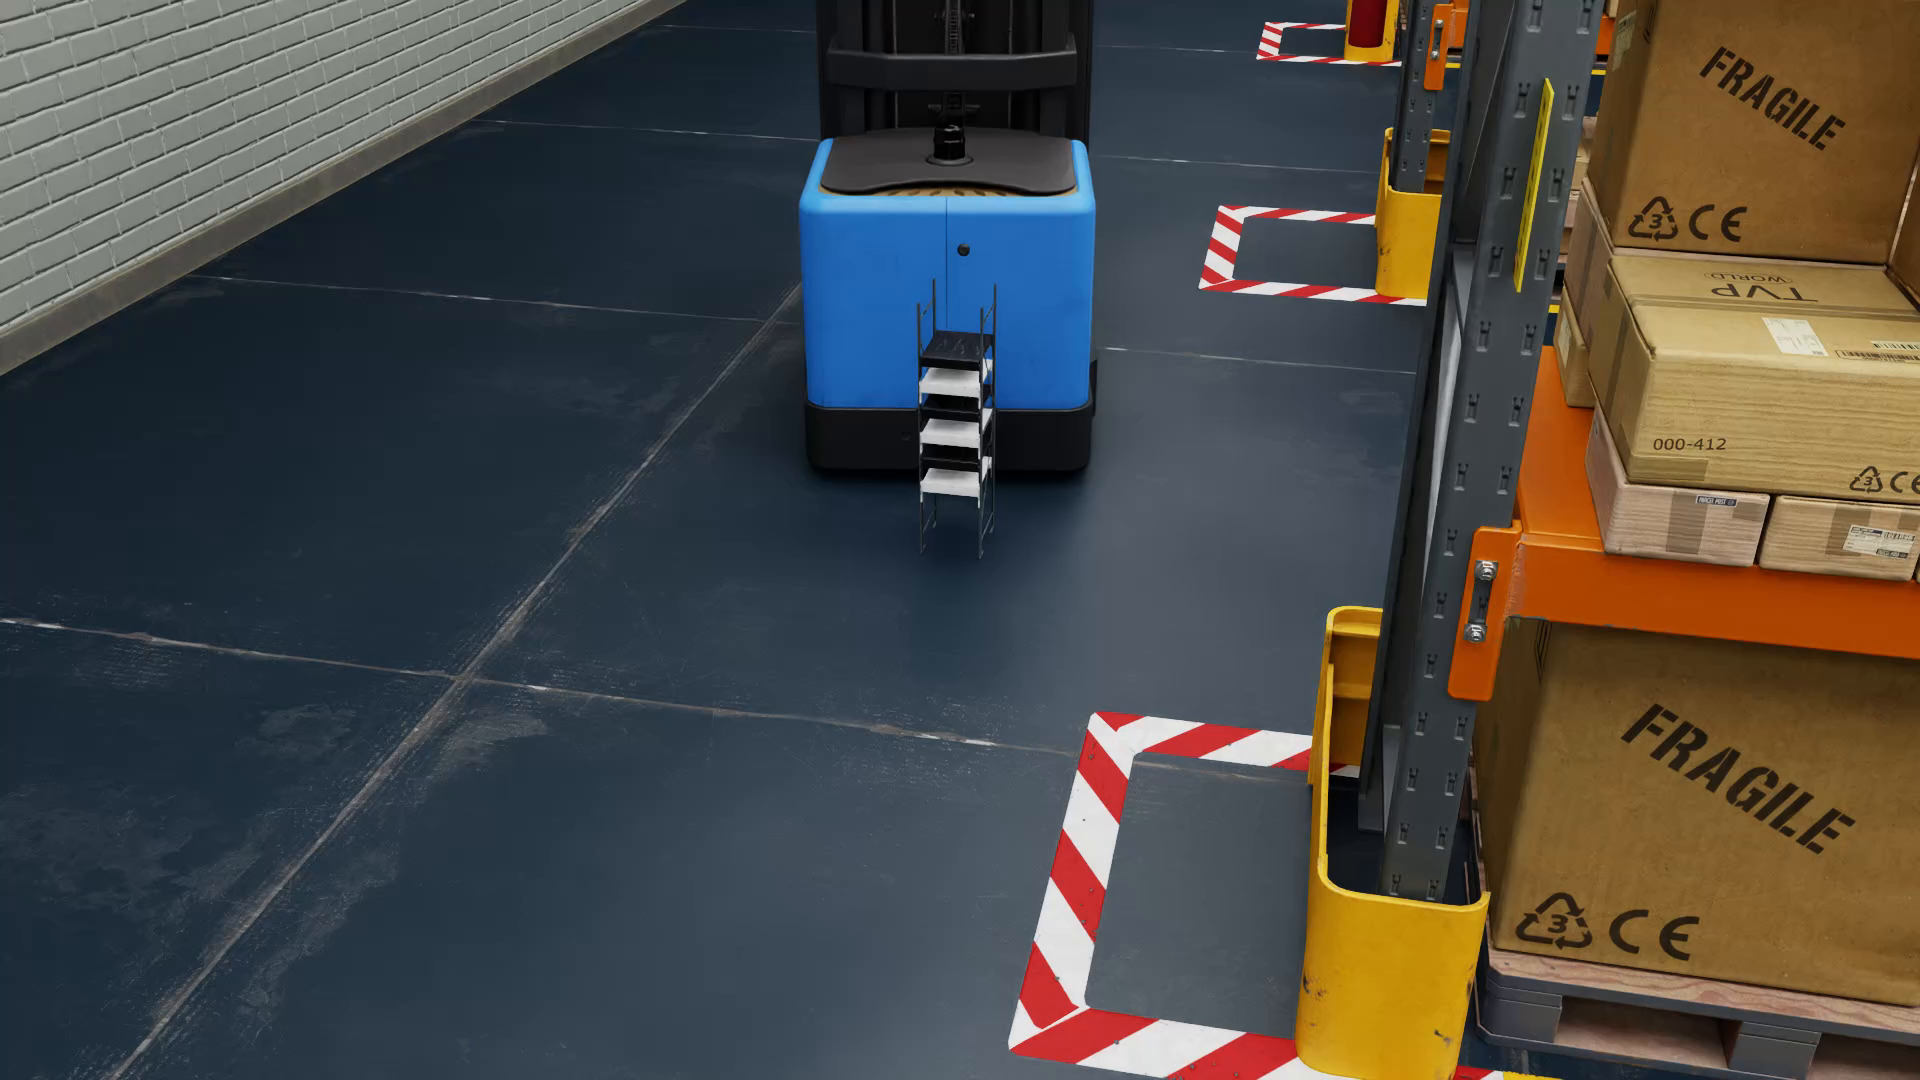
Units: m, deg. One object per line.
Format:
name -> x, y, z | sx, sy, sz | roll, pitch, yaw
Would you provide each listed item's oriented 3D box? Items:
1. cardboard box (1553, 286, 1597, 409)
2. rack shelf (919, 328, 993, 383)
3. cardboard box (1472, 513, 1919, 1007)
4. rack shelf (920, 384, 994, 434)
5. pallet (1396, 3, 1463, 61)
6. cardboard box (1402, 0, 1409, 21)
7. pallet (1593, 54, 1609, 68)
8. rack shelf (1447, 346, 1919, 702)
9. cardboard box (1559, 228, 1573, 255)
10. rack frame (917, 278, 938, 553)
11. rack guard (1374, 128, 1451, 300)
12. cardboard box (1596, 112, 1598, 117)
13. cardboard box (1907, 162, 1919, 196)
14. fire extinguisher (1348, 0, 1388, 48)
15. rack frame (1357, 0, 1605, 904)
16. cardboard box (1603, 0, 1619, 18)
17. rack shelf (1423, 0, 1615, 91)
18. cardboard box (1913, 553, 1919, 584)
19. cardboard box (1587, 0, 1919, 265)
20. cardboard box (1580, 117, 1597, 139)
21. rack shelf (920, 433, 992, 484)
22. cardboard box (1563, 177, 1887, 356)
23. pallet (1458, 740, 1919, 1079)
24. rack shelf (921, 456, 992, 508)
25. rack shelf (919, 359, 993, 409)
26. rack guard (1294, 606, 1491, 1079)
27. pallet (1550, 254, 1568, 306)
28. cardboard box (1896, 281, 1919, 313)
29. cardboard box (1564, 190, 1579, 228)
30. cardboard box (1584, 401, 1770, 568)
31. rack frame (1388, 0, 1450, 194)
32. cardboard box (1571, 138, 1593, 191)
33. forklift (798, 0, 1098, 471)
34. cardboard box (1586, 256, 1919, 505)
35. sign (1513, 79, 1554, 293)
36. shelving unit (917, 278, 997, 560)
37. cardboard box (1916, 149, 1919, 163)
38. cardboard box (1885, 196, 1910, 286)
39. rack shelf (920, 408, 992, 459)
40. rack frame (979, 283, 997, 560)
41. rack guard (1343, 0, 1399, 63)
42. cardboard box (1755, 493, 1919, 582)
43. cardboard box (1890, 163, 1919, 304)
cardboard box -> 1.462, -0.423, 3.661 | 0.250, 0.149, 0.380 | 6, 29, 12
rack shelf -> -0.008, -0.603, 5.422 | 0.200, 0.077, 0.258 | 6, 29, 11
cardboard box -> 1.687, 0.360, 3.744 | 0.875, 0.875, 0.875 | 6, 29, 11
rack shelf -> -0.008, -0.445, 5.508 | 0.200, 0.077, 0.258 | 6, 29, 11
pallet -> 3.913, -3.802, 12.475 | 1.213, 0.211, 1.003 | 6, 29, 11
cardboard box -> 3.781, -4.110, 12.364 | 0.875, 0.438, 0.875 | 5, 29, 9
pallet -> 5.102, -3.679, 12.249 | 1.213, 0.211, 1.003 | 6, 29, 11
rack shelf -> 3.001, 0.102, 3.190 | 4.000, 0.370, 1.077 | 6, 29, 11
cardboard box -> 2.898, -1.477, 7.855 | 0.250, 0.149, 0.380 | 6, 29, 10
rack frame -> -0.107, -0.406, 5.554 | 0.006, 0.900, 0.240 | 6, 29, 11
rack guard -> 2.254, -1.630, 8.206 | 0.348, 0.500, 1.175 | 6, 29, 11
cardboard box -> 3.264, -1.976, 8.147 | 0.250, 0.149, 0.380 | 5, 29, 9
cardboard box -> 4.178, -1.613, 7.485 | 0.250, 0.149, 0.380 | 6, 29, 11
fire extinguisher -> 2.029, -2.778, 8.170 | 0.183, 0.674, 0.296 | 6, 29, 11
rack frame -> 1.045, -0.415, 3.384 | 0.127, 3.000, 1.000 | 6, 29, 11
cardboard box -> 2.937, -2.379, 7.233 | 0.250, 0.149, 0.380 | 5, 29, 9
rack shelf -> 4.135, -2.218, 7.426 | 4.000, 0.370, 1.077 | 6, 29, 11
cardboard box -> 1.825, -0.063, 3.003 | 0.250, 0.149, 0.380 | 5, 29, 9
cardboard box -> 1.576, -0.883, 3.304 | 0.500, 0.500, 0.500 | 6, 29, 11
cardboard box -> 2.984, -1.942, 8.086 | 0.250, 0.149, 0.380 | 6, 29, 12
rack shelf -> -0.008, -0.287, 5.595 | 0.200, 0.077, 0.258 | 6, 29, 11
cardboard box -> 1.574, -0.555, 3.487 | 0.500, 0.250, 0.500 | 5, 29, 10
pallet -> 1.843, 0.852, 3.974 | 1.213, 0.211, 1.003 | 6, 29, 11
rack shelf -> -0.008, -0.208, 5.638 | 0.200, 0.077, 0.258 | 6, 29, 11
rack shelf -> -0.008, -0.524, 5.465 | 0.200, 0.077, 0.258 | 6, 29, 11
rack guard -> 1.021, 0.680, 3.988 | 0.348, 0.500, 1.175 | 6, 29, 11
pallet -> 3.041, -1.405, 8.096 | 1.213, 0.211, 1.003 | 6, 29, 11
cardboard box -> 1.968, -0.255, 2.939 | 0.500, 0.250, 0.500 | 6, 29, 10
cardboard box -> 2.894, -1.571, 7.717 | 0.250, 0.149, 0.380 | 6, 29, 10
cardboard box -> 1.323, -0.114, 3.096 | 0.250, 0.149, 0.380 | 6, 29, 11
rack frame -> 2.179, -2.734, 7.620 | 0.127, 3.000, 1.000 | 6, 29, 11
cardboard box -> 2.916, -1.745, 7.726 | 0.250, 0.149, 0.380 | 6, 29, 11
forklift -> -0.015, -2.205, 6.725 | 1.130, 2.935, 3.031 | 1, 29, 1
cardboard box -> 1.458, -0.304, 3.029 | 0.500, 0.250, 0.500 | 5, 29, 9
sign -> 0.923, -0.569, 2.682 | 0.005, 0.325, 0.100 | 6, 29, 11
shelving unit -> -0.008, -0.396, 5.535 | 0.210, 0.900, 0.258 | 6, 29, 11
cardboard box -> 4.508, -1.785, 7.798 | 0.250, 0.149, 0.380 | 5, 29, 8
cardboard box -> 2.070, -0.504, 3.393 | 0.500, 0.250, 0.500 | 5, 29, 10
rack shelf -> -0.008, -0.366, 5.551 | 0.200, 0.077, 0.258 | 6, 29, 11
rack frame -> 0.091, -0.385, 5.517 | 0.006, 0.900, 0.240 | 6, 29, 11
rack guard -> 3.091, -3.974, 12.489 | 0.348, 0.500, 1.175 | 6, 29, 11
cardboard box -> 1.574, -0.089, 3.050 | 0.250, 0.149, 0.380 | 5, 29, 10
cardboard box -> 1.947, -0.583, 2.757 | 0.500, 0.500, 0.500 | 5, 29, 9
